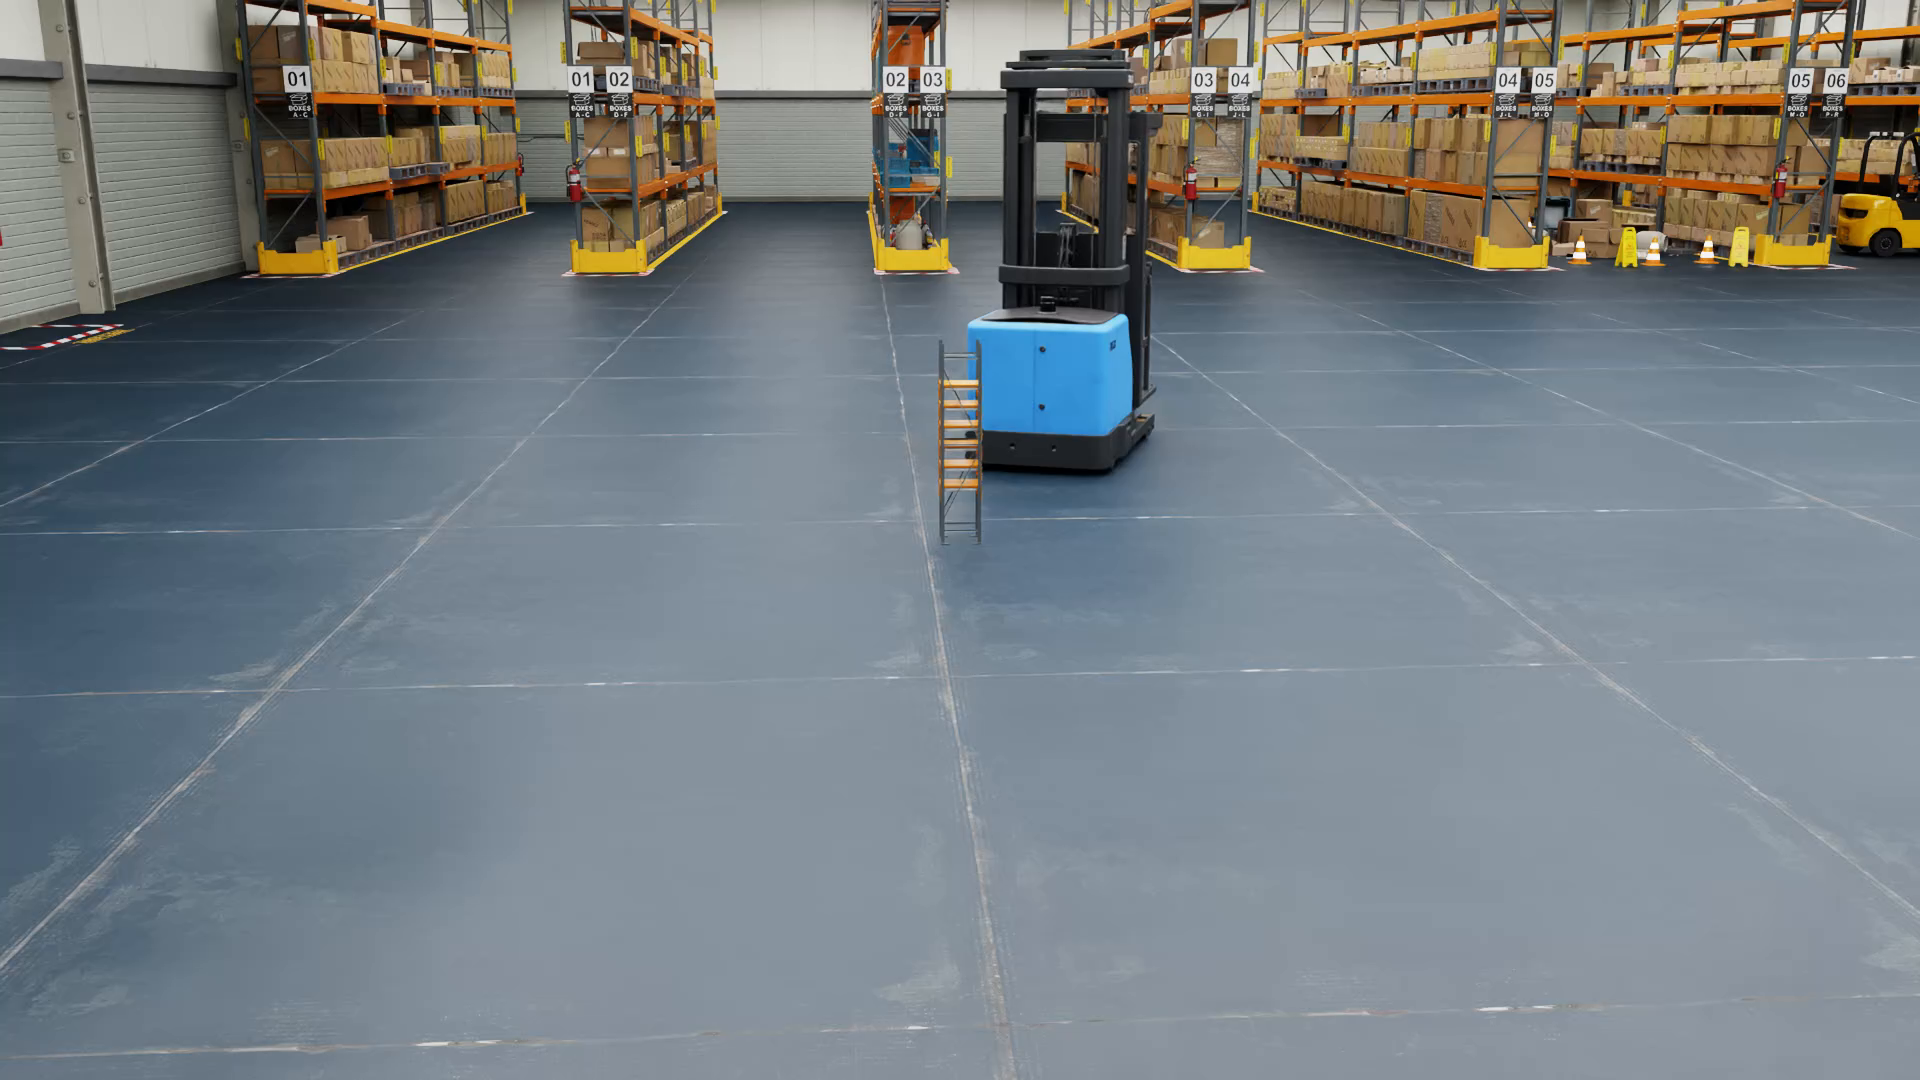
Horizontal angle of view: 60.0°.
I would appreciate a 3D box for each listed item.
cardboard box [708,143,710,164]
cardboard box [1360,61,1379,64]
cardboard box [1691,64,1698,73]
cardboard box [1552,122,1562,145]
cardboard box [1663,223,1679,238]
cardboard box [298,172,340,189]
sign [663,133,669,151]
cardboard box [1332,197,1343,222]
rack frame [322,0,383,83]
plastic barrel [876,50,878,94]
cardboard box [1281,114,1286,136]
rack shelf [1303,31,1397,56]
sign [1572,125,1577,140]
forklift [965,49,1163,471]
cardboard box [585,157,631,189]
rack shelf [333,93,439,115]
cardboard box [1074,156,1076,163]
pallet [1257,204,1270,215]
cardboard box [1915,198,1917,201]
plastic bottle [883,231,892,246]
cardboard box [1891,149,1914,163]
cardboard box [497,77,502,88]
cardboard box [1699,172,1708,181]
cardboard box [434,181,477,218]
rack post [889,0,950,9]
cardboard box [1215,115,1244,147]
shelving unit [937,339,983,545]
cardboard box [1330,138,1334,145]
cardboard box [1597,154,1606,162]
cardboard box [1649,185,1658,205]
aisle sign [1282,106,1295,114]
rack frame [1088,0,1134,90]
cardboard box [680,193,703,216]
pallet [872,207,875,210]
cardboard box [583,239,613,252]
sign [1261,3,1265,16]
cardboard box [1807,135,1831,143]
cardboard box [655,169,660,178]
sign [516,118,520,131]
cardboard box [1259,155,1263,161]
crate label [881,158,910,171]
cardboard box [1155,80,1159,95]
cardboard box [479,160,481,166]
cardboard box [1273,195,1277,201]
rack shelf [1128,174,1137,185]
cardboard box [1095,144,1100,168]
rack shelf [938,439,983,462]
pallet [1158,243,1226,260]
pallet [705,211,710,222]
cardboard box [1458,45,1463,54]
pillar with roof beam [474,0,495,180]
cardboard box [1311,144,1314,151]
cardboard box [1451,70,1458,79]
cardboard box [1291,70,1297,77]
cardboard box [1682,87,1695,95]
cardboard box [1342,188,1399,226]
[{"bbox_3d":[-6.239,-9.226,39.664,0.500,0.500,0.500,-1,14,-4],"label":"cardboard box"},{"bbox_3d":[8.839,-10.171,35.782,0.396,0.266,0.258,-1,14,-3],"label":"cardboard box"},{"bbox_3d":[13.604,-8.614,30.371,0.380,0.149,0.250,-1,14,-5],"label":"cardboard box"},{"bbox_3d":[13.277,-8.890,36.351,0.500,0.500,0.500,-1,14,-2],"label":"cardboard box"},{"bbox_3d":[13.625,-5.831,31.346,0.500,0.250,0.500,-2,15,-6],"label":"cardboard box"},{"bbox_3d":[-10.330,-5.797,26.796,0.500,0.250,0.500,-1,14,-5],"label":"cardboard box"},{"bbox_3d":[-5.367,-7.272,30.374,0.100,0.325,0.005,-1,14,-3],"label":"sign"},{"bbox_3d":[8.374,-7.156,35.993,0.500,0.500,0.500,-1,14,-4],"label":"cardboard box"},{"bbox_3d":[-10.865,-9.633,29.408,1.000,3.000,0.127,-1,14,-3],"label":"rack frame"},{"bbox_3d":[-1.390,-9.364,33.374,0.600,0.901,0.600,0,14,0],"label":"plastic barrel"},{"bbox_3d":[8.074,-10.044,40.239,0.500,0.500,0.500,-1,14,-2],"label":"cardboard box"},{"bbox_3d":[8.552,-10.864,36.439,1.077,0.370,4.000,-1,14,-3],"label":"rack shelf"},{"bbox_3d":[13.056,-8.657,35.328,0.100,0.325,0.005,-1,14,-3],"label":"sign"},{"bbox_3d":[0.929,-2.234,12.826,1.130,2.935,3.031,4,15,15],"label":"forklift"},{"bbox_3d":[-5.689,-5.975,27.030,0.700,0.500,0.500,-1,14,-3],"label":"cardboard box"},{"bbox_3d":[-10.988,-8.330,31.805,1.077,0.370,4.000,-1,14,-3],"label":"rack shelf"},{"bbox_3d":[3.013,-9.344,40.828,0.380,0.149,0.250,-1,14,-5],"label":"cardboard box"},{"bbox_3d":[8.200,-8.421,42.333,1.003,0.211,1.213,-1,14,-3],"label":"pallet"},{"bbox_3d":[18.529,-6.419,31.623,0.500,0.250,0.500,-1,14,-4],"label":"cardboard box"},{"bbox_3d":[-1.268,-5.293,29.163,0.152,0.276,0.135,-1,14,-3],"label":"plastic bottle"},{"bbox_3d":[18.526,-7.476,32.359,0.500,0.250,0.500,-1,14,-5],"label":"cardboard box"},{"bbox_3d":[-11.227,-10.907,39.637,0.500,0.250,0.500,-1,14,-5],"label":"cardboard box"},{"bbox_3d":[13.627,-6.587,30.112,0.380,0.149,0.250,-1,14,-3],"label":"cardboard box"},{"bbox_3d":[-11.132,-7.499,36.625,0.750,0.750,0.750,0,14,-2],"label":"cardboard box"},{"bbox_3d":[-0.649,-8.739,26.937,0.937,0.300,0.954,1,14,3],"label":"rack post"},{"bbox_3d":[4.453,-6.780,27.555,0.500,0.500,0.500,-1,14,-3],"label":"cardboard box"},{"bbox_3d":[0.001,-0.577,9.863,0.258,1.200,0.189,-1,14,-3],"label":"shelving unit"},{"bbox_3d":[8.175,-8.551,35.708,0.380,0.149,0.250,-1,14,-4],"label":"cardboard box"},{"bbox_3d":[13.396,-7.895,34.352,0.380,0.149,0.250,-1,14,-3],"label":"cardboard box"},{"bbox_3d":[18.026,-8.798,42.376,0.700,0.500,0.500,0,14,-1],"label":"cardboard box"},{"bbox_3d":[8.475,-11.275,42.611,0.394,0.787,0.004,-1,14,-3],"label":"aisle sign"},{"bbox_3d":[3.471,-11.852,38.033,1.000,3.000,0.127,-1,14,-3],"label":"rack frame"},{"bbox_3d":[-6.077,-7.556,37.508,0.500,0.500,0.500,-1,14,-3],"label":"cardboard box"},{"bbox_3d":[-1.635,-8.007,40.721,1.003,0.211,1.213,-1,14,-3],"label":"pallet"},{"bbox_3d":[-6.001,-4.811,27.381,0.500,0.250,0.500,-1,14,-3],"label":"cardboard box"},{"bbox_3d":[7.639,-13.381,41.940,0.100,0.325,0.005,-1,14,-3],"label":"sign"},{"bbox_3d":[18.688,-8.565,36.252,0.500,0.500,0.500,0,14,-1],"label":"cardboard box"},{"bbox_3d":[-5.771,-6.907,31.357,0.380,0.149,0.250,-1,14,-3],"label":"cardboard box"},{"bbox_3d":[-11.066,-10.393,41.600,0.100,0.325,0.005,-1,14,-3],"label":"sign"},{"bbox_3d":[7.873,-9.786,42.545,0.380,0.149,0.250,-1,14,-4],"label":"cardboard box"},{"bbox_3d":[-1.113,-6.357,28.642,0.502,0.435,0.616,-1,14,-3],"label":"crate label"},{"bbox_3d":[3.777,-8.090,29.731,0.500,0.250,0.500,-1,14,-4],"label":"cardboard box"},{"bbox_3d":[-11.057,-8.526,37.608,0.380,0.149,0.250,-1,14,-3],"label":"cardboard box"},{"bbox_3d":[8.039,-8.567,41.586,0.380,0.149,0.250,-2,15,-6],"label":"cardboard box"},{"bbox_3d":[3.843,-7.106,33.070,1.077,0.370,4.000,-1,14,-3],"label":"rack shelf"},{"bbox_3d":[3.313,-8.628,37.338,0.500,0.500,0.500,-1,14,-5],"label":"cardboard box"},{"bbox_3d":[0.001,-0.534,9.874,0.258,0.103,0.180,-1,14,-3],"label":"rack shelf"},{"bbox_3d":[4.122,-5.136,29.566,1.003,0.211,1.213,-1,14,-3],"label":"pallet"},{"bbox_3d":[-6.458,-7.615,39.201,1.003,0.211,1.213,-1,14,-3],"label":"pallet"},{"bbox_3d":[8.734,-8.378,28.409,0.380,0.149,0.250,-1,14,-4],"label":"cardboard box"},{"bbox_3d":[-8.342,-13.342,43.824,9.100,9.000,0.400,-1,14,-3],"label":"pillar with roof beam"},{"bbox_3d":[8.080,-8.793,37.246,0.380,0.149,0.250,-1,14,-4],"label":"cardboard box"},{"bbox_3d":[8.719,-8.054,28.749,0.380,0.149,0.250,-1,14,-3],"label":"cardboard box"},{"bbox_3d":[8.052,-11.013,39.287,0.380,0.149,0.250,-1,14,-4],"label":"cardboard box"},{"bbox_3d":[13.590,-8.294,30.727,0.380,0.149,0.250,-1,14,-3],"label":"cardboard box"},{"bbox_3d":[8.624,-6.965,34.748,1.050,0.750,0.750,-1,14,-4],"label":"cardboard box"}]
